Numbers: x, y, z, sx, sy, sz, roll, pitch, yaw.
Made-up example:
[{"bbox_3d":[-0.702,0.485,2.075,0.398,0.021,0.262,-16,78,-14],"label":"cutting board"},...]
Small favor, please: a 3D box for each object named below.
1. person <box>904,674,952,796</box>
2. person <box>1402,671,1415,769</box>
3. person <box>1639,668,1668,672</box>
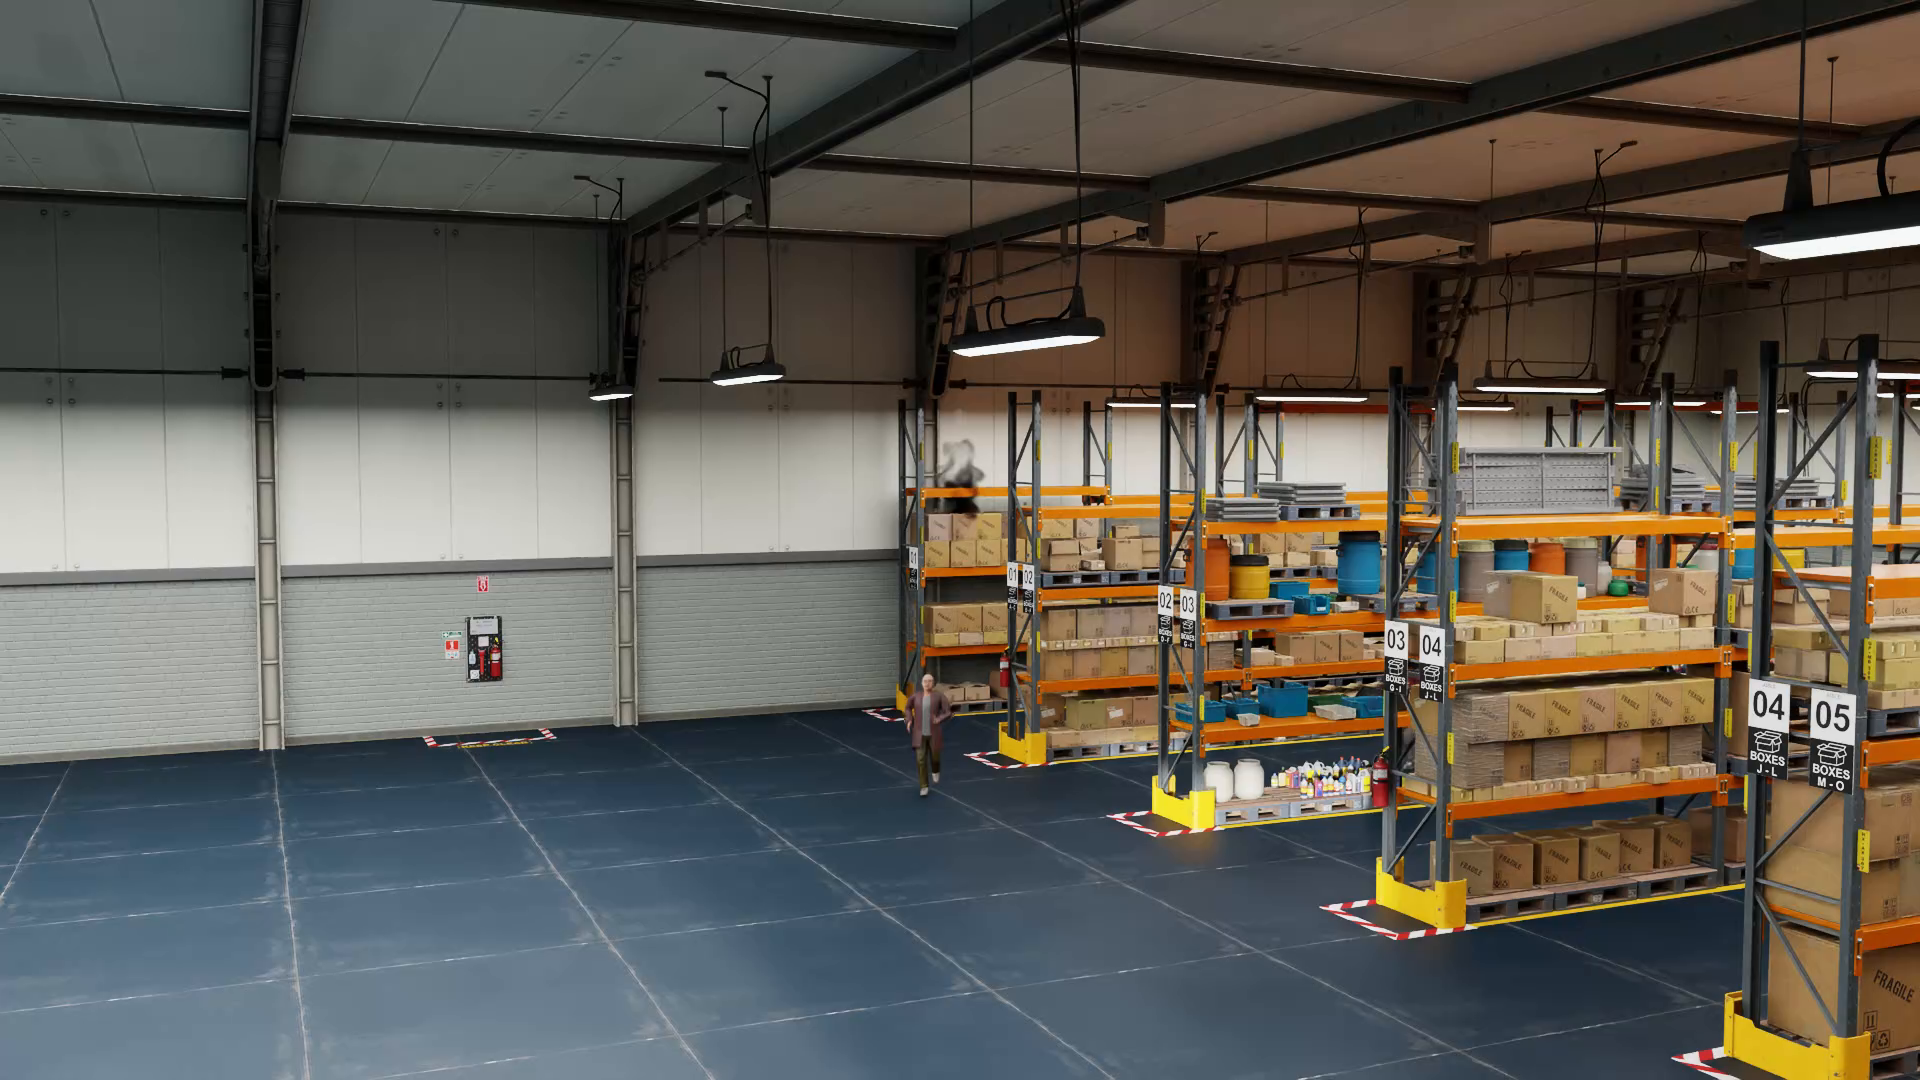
[{"bbox_3d":[-0.486,2.853,24.539,0.720,1.744,0.898,0,3,4],"label":"person"},{"bbox_3d":[7.010,2.840,26.268,0.559,1.561,0.524,-2,4,-27],"label":"person"},{"bbox_3d":[11.719,2.647,28.159,0.641,1.756,0.672,-1,4,-22],"label":"person"}]
